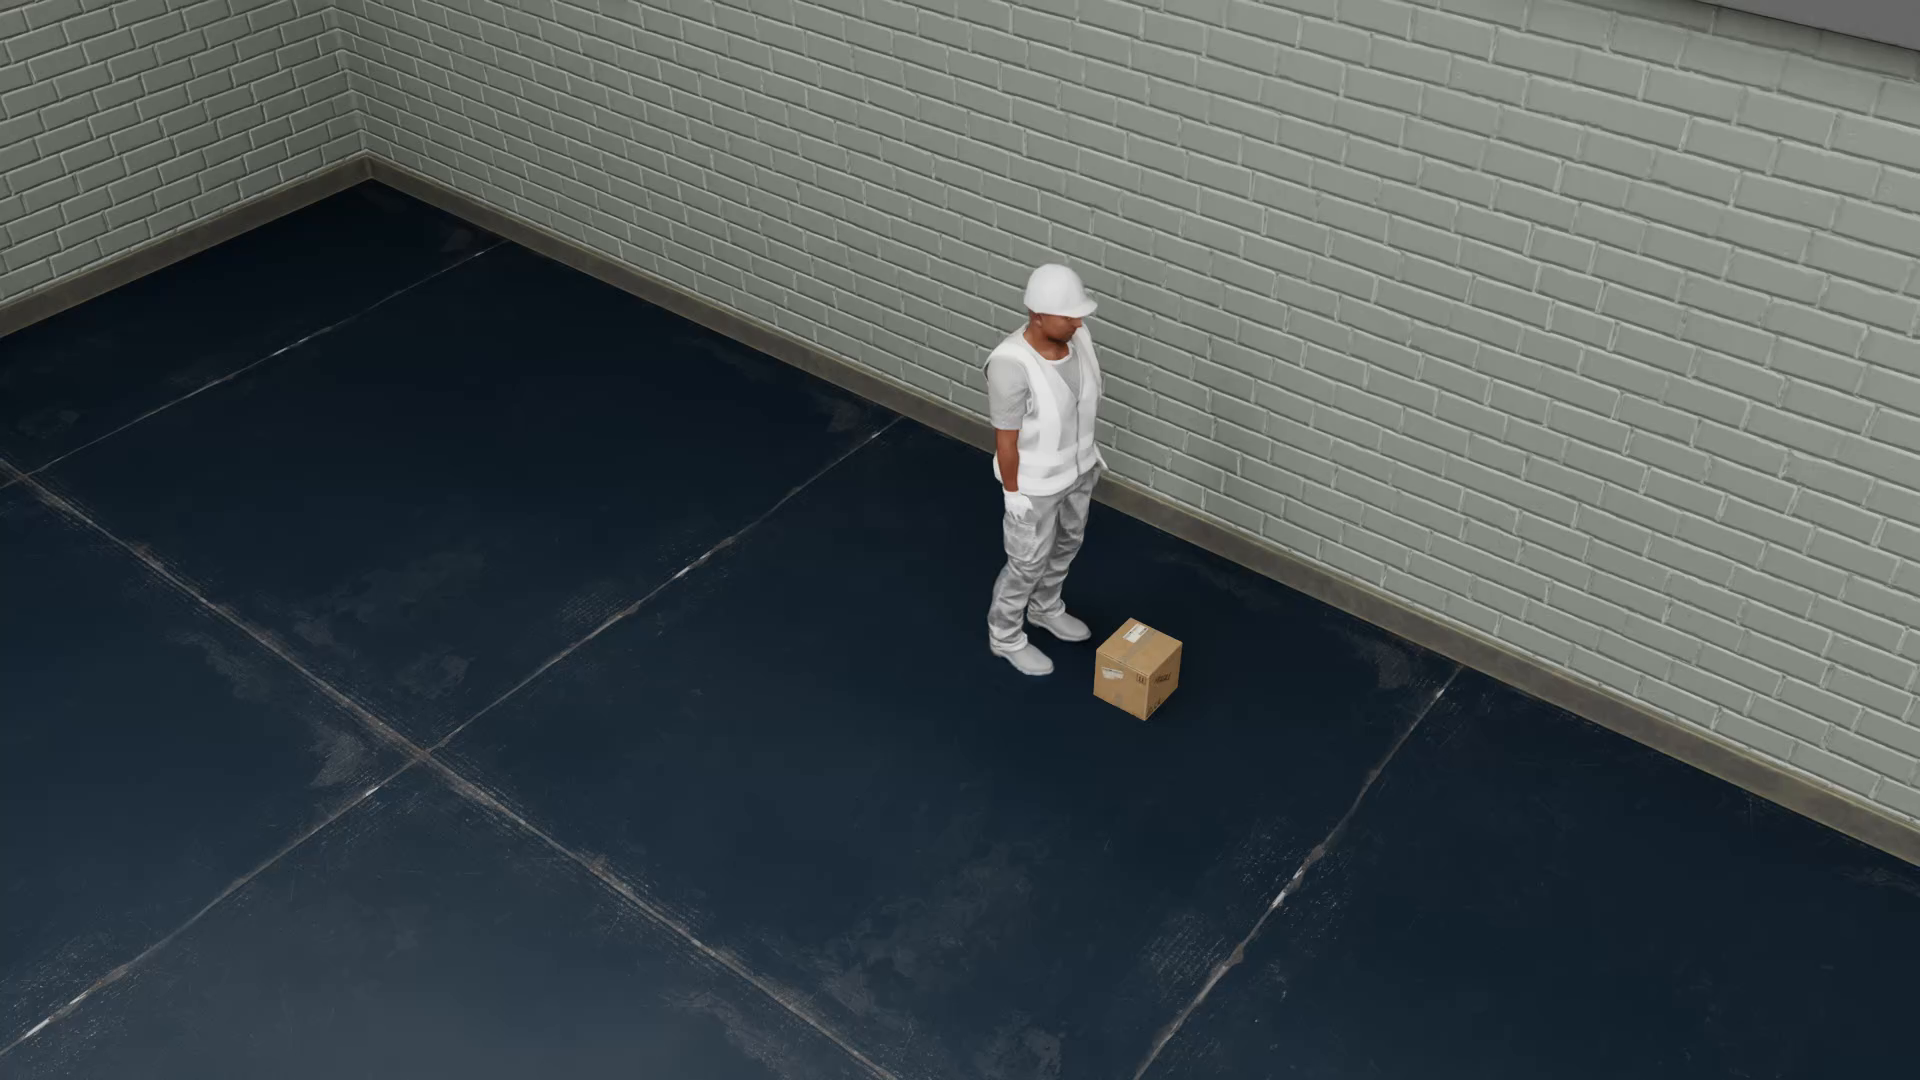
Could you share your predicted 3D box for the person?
[{"bbox_3d":[0.339,-0.276,6.492,0.357,1.783,0.547,27,46,29],"label":"person"}]
